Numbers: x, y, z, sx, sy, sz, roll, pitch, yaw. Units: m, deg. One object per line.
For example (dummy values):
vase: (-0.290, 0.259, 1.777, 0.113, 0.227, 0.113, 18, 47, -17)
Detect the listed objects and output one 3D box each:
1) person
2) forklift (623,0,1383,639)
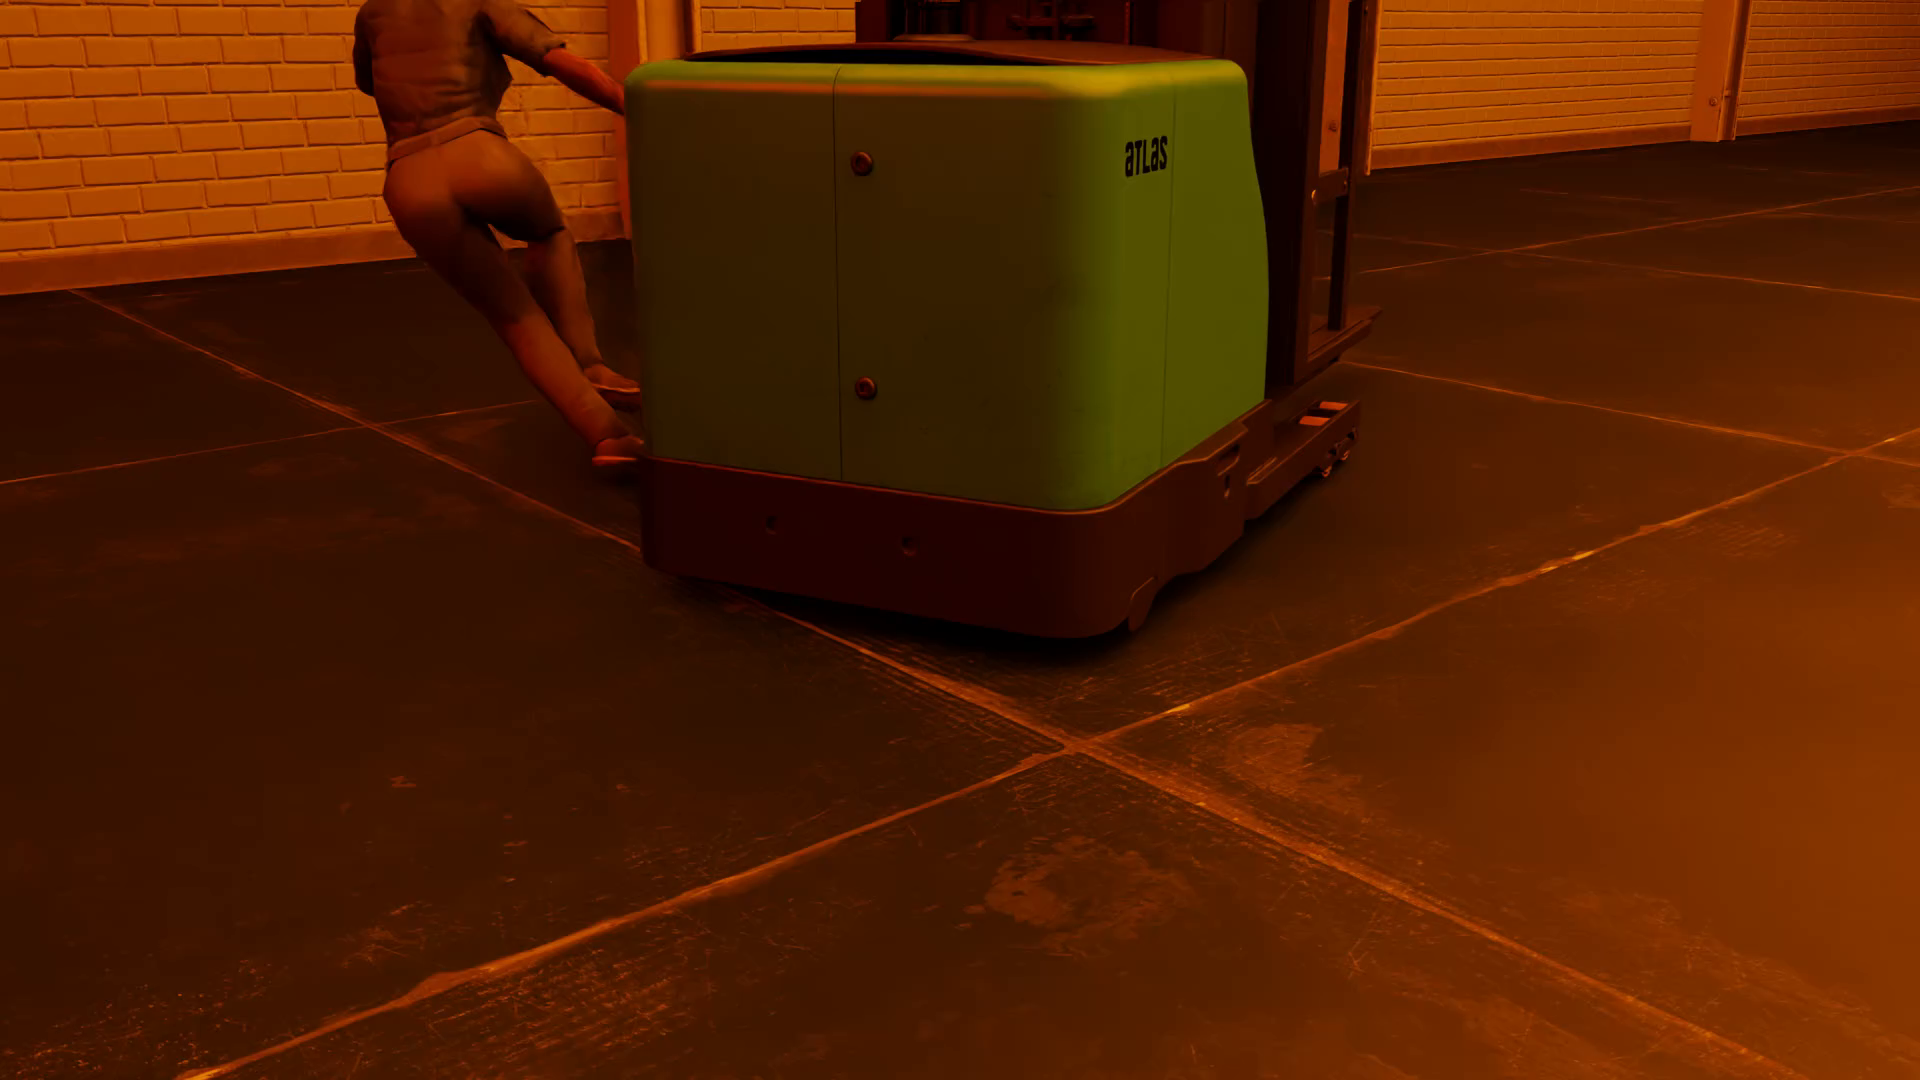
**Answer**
person: (-1.162, -0.933, 4.379, 0.899, 1.427, 0.841, -1, 17, -2)
forklift: (0.446, -1.613, 4.094, 1.130, 2.935, 3.031, 8, 19, 25)
